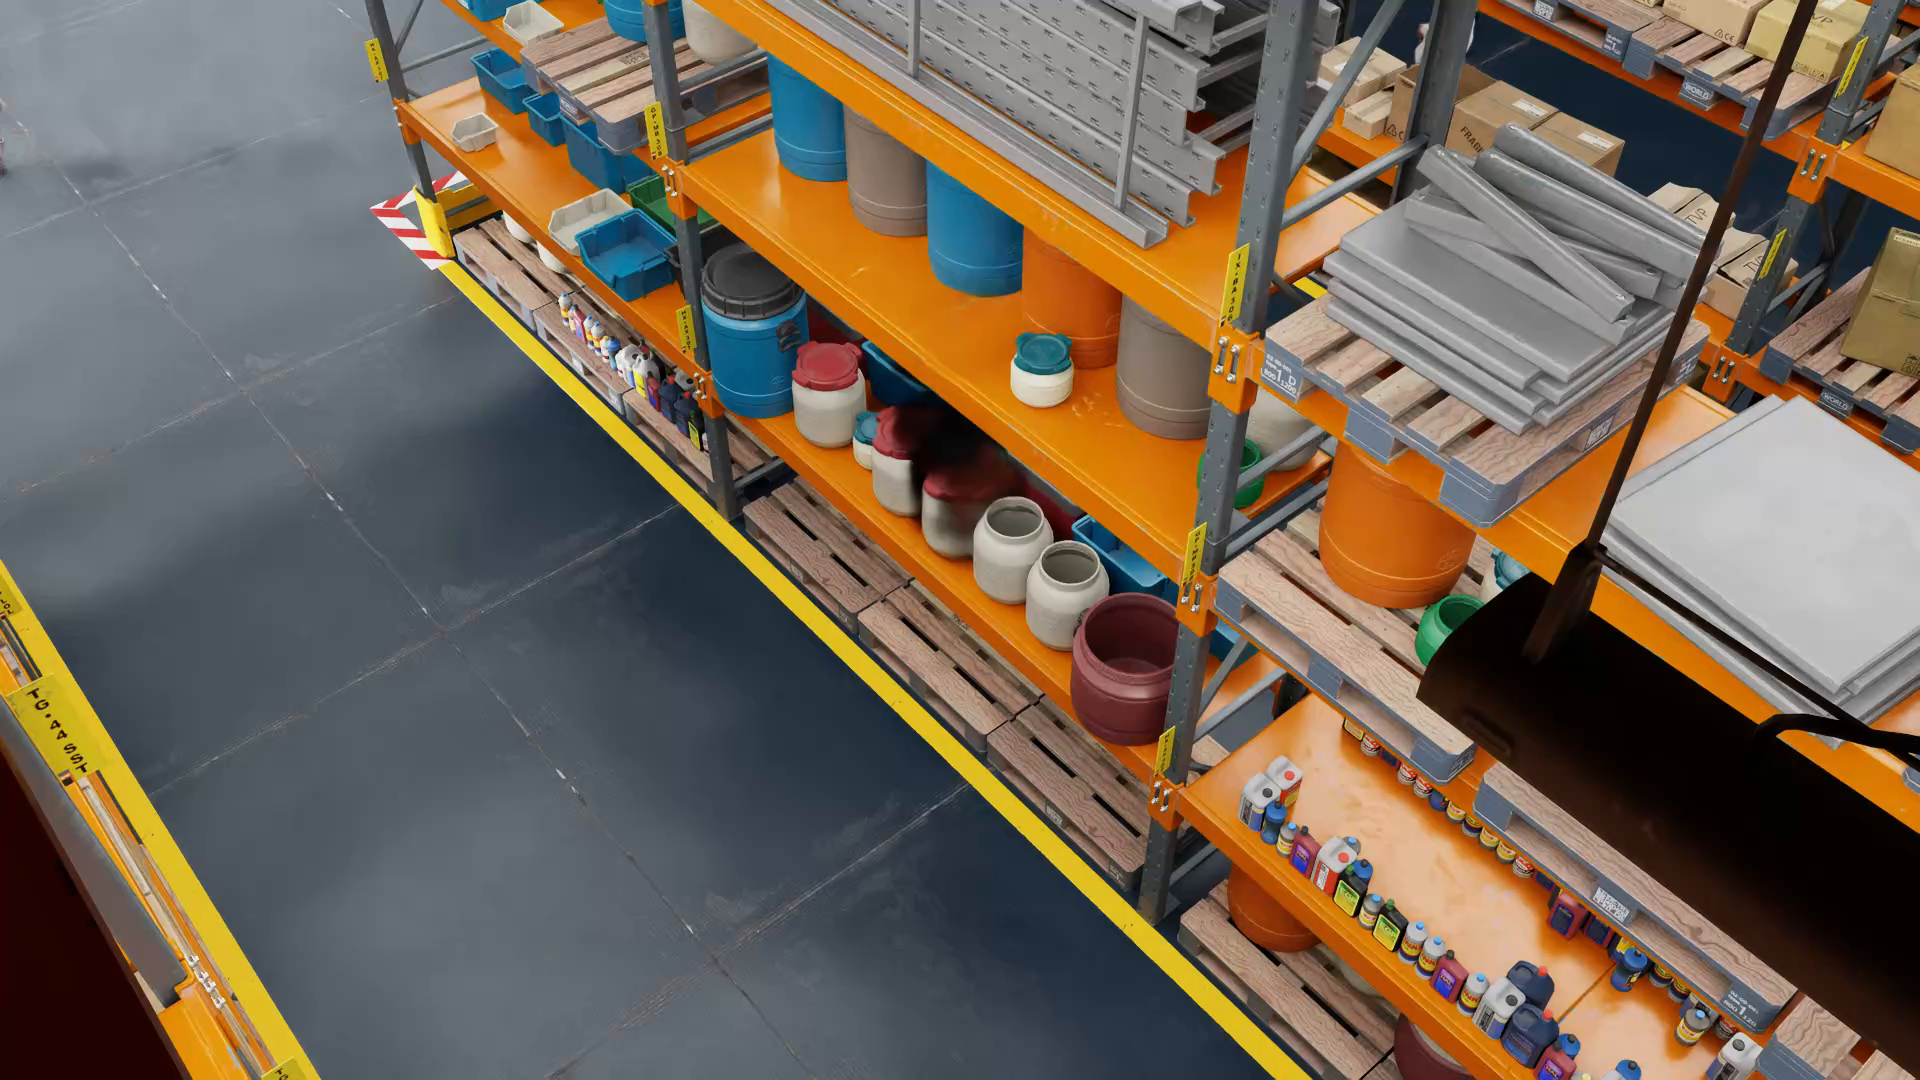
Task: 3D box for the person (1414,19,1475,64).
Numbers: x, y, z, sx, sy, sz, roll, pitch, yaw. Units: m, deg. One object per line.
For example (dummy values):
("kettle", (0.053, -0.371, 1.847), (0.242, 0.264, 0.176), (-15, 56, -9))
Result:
("person", (4.065, -4.028, 13.746), (0.770, 1.563, 0.738), (35, 56, 29))
